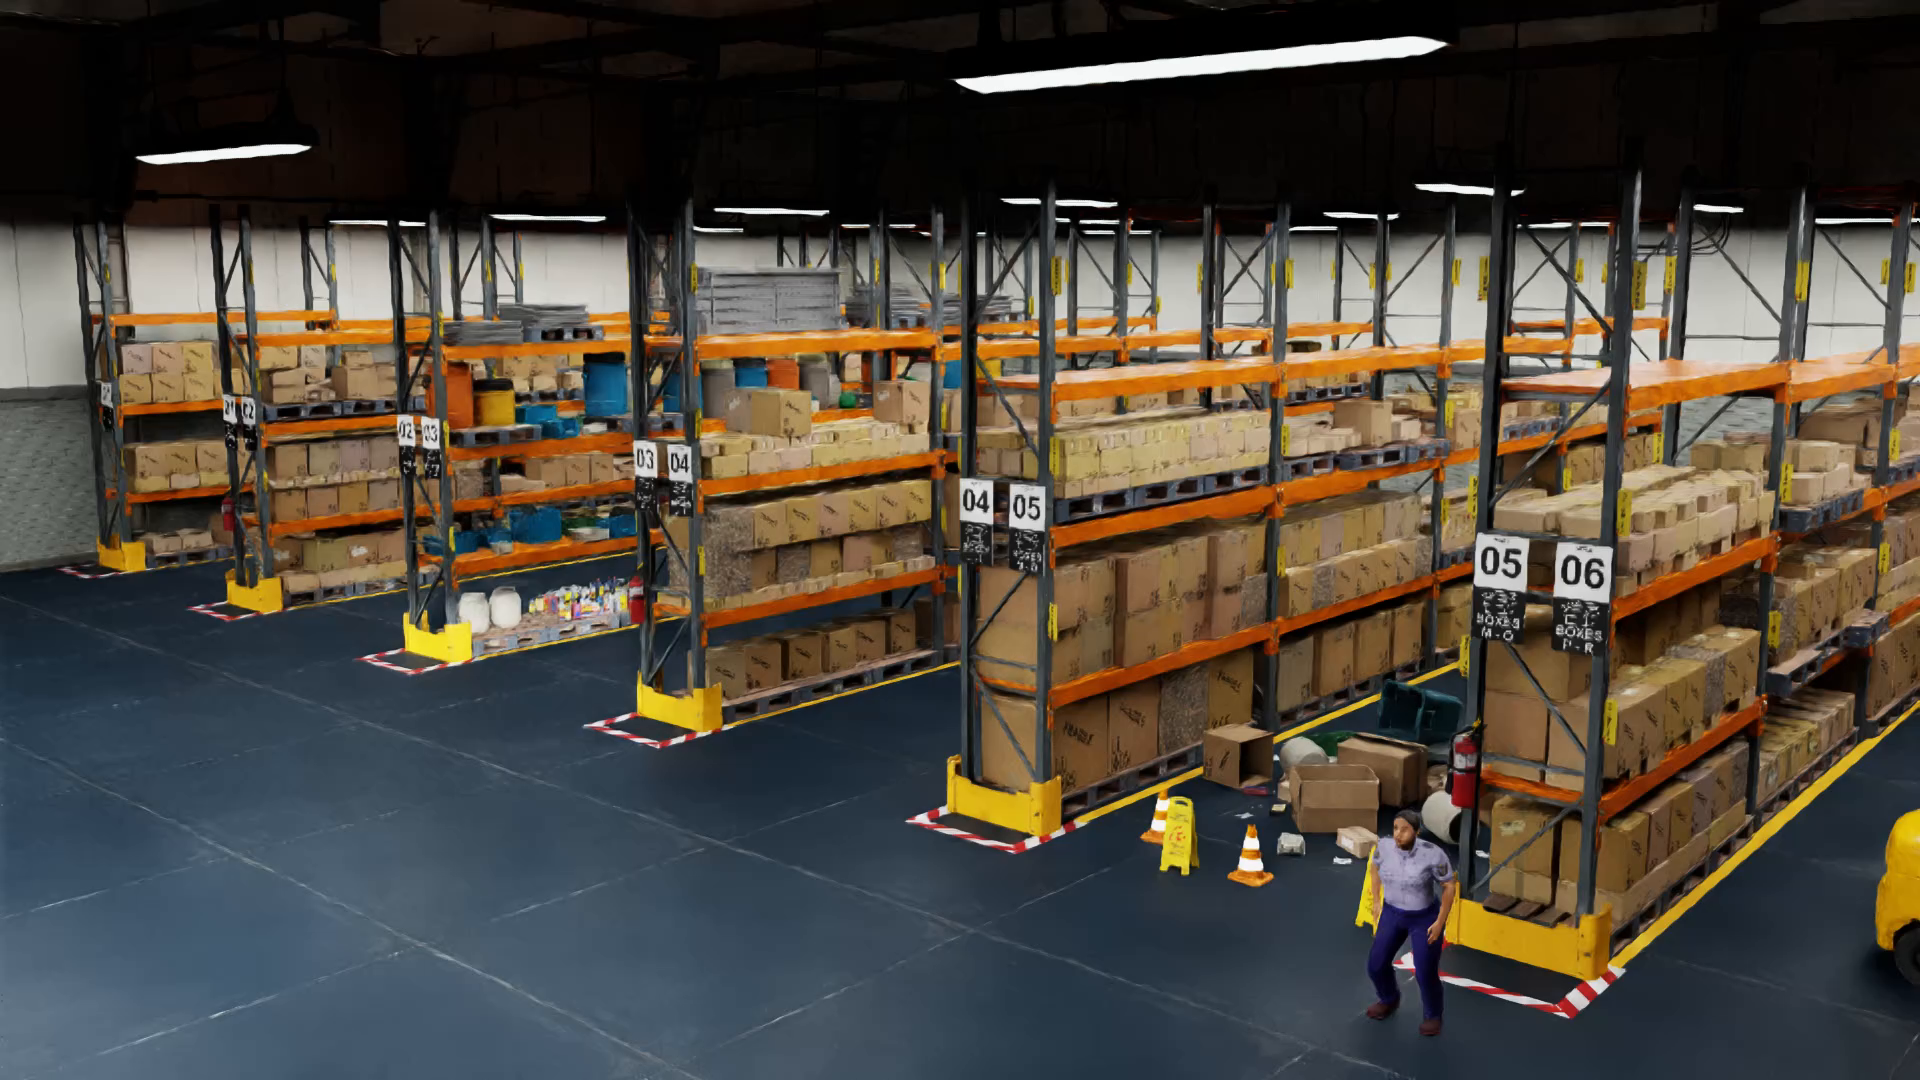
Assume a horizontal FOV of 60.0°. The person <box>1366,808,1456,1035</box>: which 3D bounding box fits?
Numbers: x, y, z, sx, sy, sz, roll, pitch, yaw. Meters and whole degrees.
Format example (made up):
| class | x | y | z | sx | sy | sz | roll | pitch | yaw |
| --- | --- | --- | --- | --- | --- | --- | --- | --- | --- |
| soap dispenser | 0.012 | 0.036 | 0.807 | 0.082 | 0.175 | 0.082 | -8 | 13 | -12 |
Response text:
| class | x | y | z | sx | sy | sz | roll | pitch | yaw |
| --- | --- | --- | --- | --- | --- | --- | --- | --- | --- |
| person | 3.043 | 2.548 | 11.238 | 0.625 | 1.596 | 0.517 | 8 | 12 | 39 |
